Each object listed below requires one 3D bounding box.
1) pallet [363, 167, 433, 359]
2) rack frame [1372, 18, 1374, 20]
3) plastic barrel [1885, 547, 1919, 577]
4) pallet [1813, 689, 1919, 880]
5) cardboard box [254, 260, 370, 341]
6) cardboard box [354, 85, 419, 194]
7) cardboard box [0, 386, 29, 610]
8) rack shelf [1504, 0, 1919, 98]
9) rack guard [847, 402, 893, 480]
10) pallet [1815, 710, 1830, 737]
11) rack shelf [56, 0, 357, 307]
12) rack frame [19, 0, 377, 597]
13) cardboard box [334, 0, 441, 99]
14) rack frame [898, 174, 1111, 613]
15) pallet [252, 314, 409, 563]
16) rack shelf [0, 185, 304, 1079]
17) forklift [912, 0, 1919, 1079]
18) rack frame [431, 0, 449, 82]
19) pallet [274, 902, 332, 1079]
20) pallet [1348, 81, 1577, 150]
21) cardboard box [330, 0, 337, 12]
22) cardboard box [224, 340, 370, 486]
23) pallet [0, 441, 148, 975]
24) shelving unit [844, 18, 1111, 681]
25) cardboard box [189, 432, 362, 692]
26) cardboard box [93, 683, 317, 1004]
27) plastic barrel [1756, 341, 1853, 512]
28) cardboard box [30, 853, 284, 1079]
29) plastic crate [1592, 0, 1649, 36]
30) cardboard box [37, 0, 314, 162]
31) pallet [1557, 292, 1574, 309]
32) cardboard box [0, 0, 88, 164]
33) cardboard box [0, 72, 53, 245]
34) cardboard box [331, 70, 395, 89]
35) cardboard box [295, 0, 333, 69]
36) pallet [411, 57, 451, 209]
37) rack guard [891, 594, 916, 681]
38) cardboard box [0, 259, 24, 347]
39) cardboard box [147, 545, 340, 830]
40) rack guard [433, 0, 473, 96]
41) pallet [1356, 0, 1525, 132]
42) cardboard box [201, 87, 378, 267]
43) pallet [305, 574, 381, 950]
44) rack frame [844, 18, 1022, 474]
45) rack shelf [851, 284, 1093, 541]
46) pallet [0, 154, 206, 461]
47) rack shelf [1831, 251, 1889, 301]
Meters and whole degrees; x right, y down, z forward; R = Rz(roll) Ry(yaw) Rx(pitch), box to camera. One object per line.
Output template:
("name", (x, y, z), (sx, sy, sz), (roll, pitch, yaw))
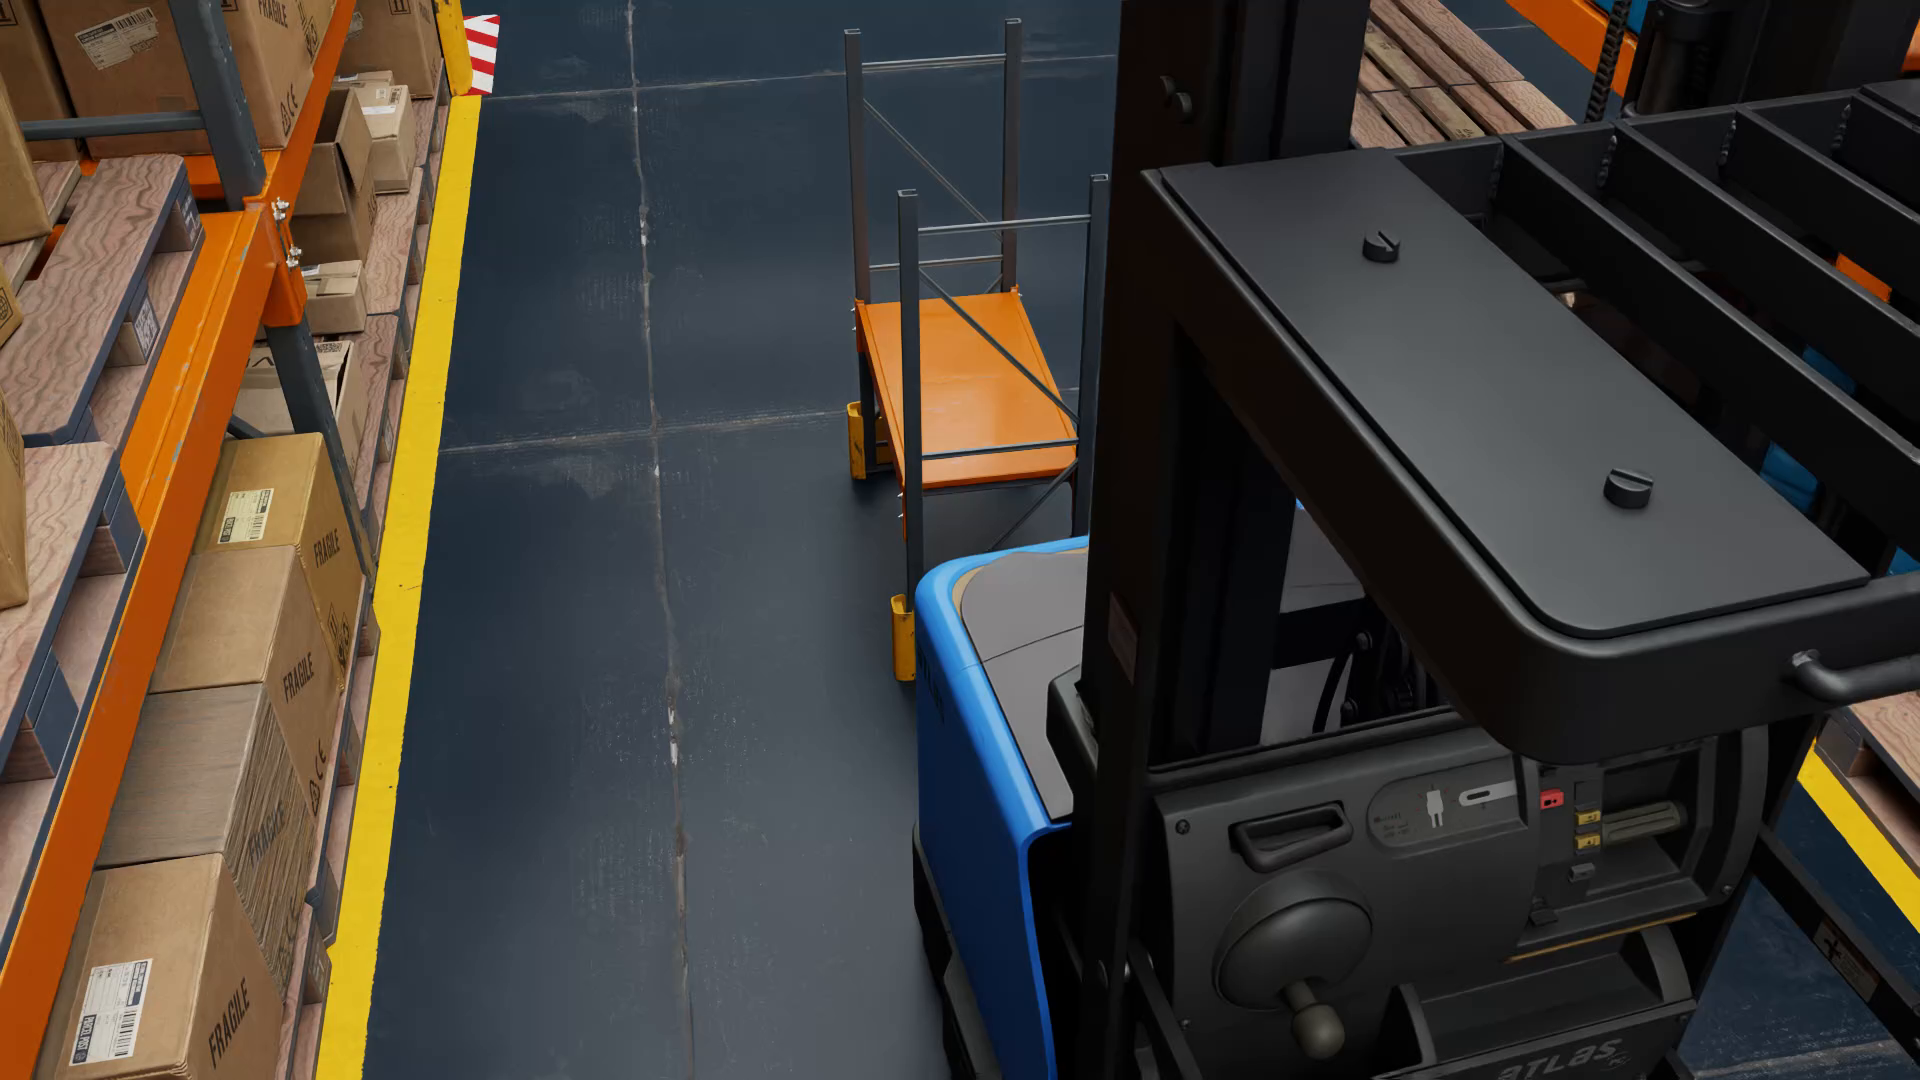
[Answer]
("pallet", (-2.615, -1.050, 6.430), (1.003, 0.211, 1.213), (-6, 38, -8))
("rack frame", (1.898, -3.945, 7.883), (1.000, 3.000, 0.127), (-6, 38, -8))
("plastic barrel", (2.802, -0.108, 4.312), (0.600, 0.901, 0.708), (-6, 38, -8))
("pallet", (2.911, 0.781, 4.072), (1.003, 0.211, 1.213), (-6, 38, -8))
("cardboard box", (-2.300, -0.851, 5.852), (0.380, 0.166, 0.250), (-6, 38, -8))
("cardboard box", (-2.504, -1.623, 6.777), (0.500, 0.250, 0.500), (-6, 38, -8))
("cardboard box", (-1.907, -0.143, 2.565), (0.700, 0.500, 0.500), (-16, 41, -19))
("rack shelf", (2.249, -2.453, 6.549), (1.077, 0.370, 4.000), (-6, 38, -8))
("rack guard", (-0.074, -0.353, 5.501), (0.587, 0.250, 0.087), (-6, 38, -8))
("pallet", (2.694, 0.043, 5.023), (1.003, 0.211, 1.213), (-6, 38, -8))
("rack shelf", (-2.628, -1.922, 5.866), (1.077, 0.370, 4.000), (-6, 38, -8))
("rack frame", (-2.278, -0.998, 4.090), (1.000, 3.000, 0.127), (-6, 38, -8))
("cardboard box", (-2.641, -2.299, 7.443), (0.500, 0.500, 0.500), (-6, 38, -8))
("rack frame", (0.104, -0.234, 4.328), (0.500, 1.500, 0.032), (-6, 38, -8))
("pallet", (-2.397, -0.312, 5.480), (1.003, 0.211, 1.213), (-6, 38, -8))
("rack shelf", (-1.927, 0.494, 2.756), (1.077, 0.370, 4.000), (-6, 38, -8))
("forklift", (0.785, 0.528, 2.181), (1.130, 2.935, 3.031), (-10, 39, -13))
("rack frame", (-2.979, -3.414, 7.200), (1.000, 3.000, 0.127), (-6, 38, -8))
("pallet", (-1.881, 1.329, 3.368), (1.003, 0.211, 1.213), (-6, 38, -8))
("pallet", (2.215, -1.606, 7.145), (1.003, 0.211, 1.213), (-6, 38, -8))
("cardboard box", (-2.277, -1.986, 5.280), (0.500, 0.500, 0.500), (-6, 38, -8))
("cardboard box", (-2.138, -0.387, 5.136), (0.500, 0.311, 0.500), (-6, 38, -8))
("pallet", (-1.922, 0.319, 2.550), (1.003, 0.211, 1.213), (-6, 38, -8))
("shelving unit", (0.013, -0.546, 4.731), (0.587, 1.500, 1.083), (-6, 38, -8))
("cardboard box", (-1.909, 0.082, 4.378), (0.500, 0.500, 0.500), (-6, 38, -8))
("cardboard box", (-1.743, 0.685, 3.603), (0.500, 0.500, 0.500), (-6, 38, -7))
("plastic barrel", (2.678, -0.536, 4.862), (0.600, 0.901, 0.708), (-6, 38, -8))
("cardboard box", (-1.652, 0.992, 3.207), (0.500, 0.500, 0.500), (-7, 38, -9))
("plastic crate", (2.182, -1.791, 5.075), (0.392, 0.384, 0.575), (-6, 38, -8))
("cardboard box", (-2.099, -1.375, 4.493), (0.500, 0.500, 0.500), (-5, 38, -7))
("pallet", (2.432, -0.868, 6.195), (1.003, 0.211, 1.213), (-6, 38, -8))
("cardboard box", (-2.618, -1.312, 4.412), (0.500, 0.500, 0.500), (-6, 38, -7))
("cardboard box", (-2.415, -0.893, 3.531), (0.700, 0.500, 0.500), (-19, 42, -23))
("cardboard box", (-2.659, -1.913, 7.218), (0.380, 0.166, 0.250), (-6, 38, -8))
("cardboard box", (-2.192, -1.684, 4.891), (0.500, 0.500, 0.500), (-6, 38, -7))
("pallet", (-2.825, -1.786, 7.377), (1.003, 0.211, 1.213), (-6, 38, -8))
("rack guard", (0.101, 0.248, 4.727), (0.587, 0.250, 0.087), (-6, 38, -8))
("cardboard box", (-2.232, -0.485, 3.005), (0.700, 0.500, 0.500), (-1, 38, -1))
("cardboard box", (-1.831, 0.382, 3.992), (0.500, 0.500, 0.500), (-6, 38, -8))
("rack guard", (-2.966, -2.381, 7.908), (1.175, 0.500, 0.348), (-6, 38, -8))
("pallet", (2.005, -2.341, 8.092), (1.003, 0.211, 1.213), (-6, 38, -8))
("cardboard box", (-2.612, -1.320, 6.181), (0.797, 0.503, 0.637), (-6, 38, -8))
("pallet", (-2.098, 0.590, 4.318), (1.003, 0.211, 1.213), (-6, 38, -8))
("rack frame", (-0.074, -0.848, 5.119), (0.500, 1.500, 0.032), (-6, 38, -8))
("rack shelf", (0.015, -0.399, 4.834), (0.538, 0.185, 1.000), (-6, 38, -8))
("pallet", (-2.245, -0.428, 3.513), (1.003, 0.211, 1.213), (-6, 38, -8))
("rack shelf", (2.950, -0.037, 3.439), (1.077, 0.370, 4.000), (-6, 38, -8))
